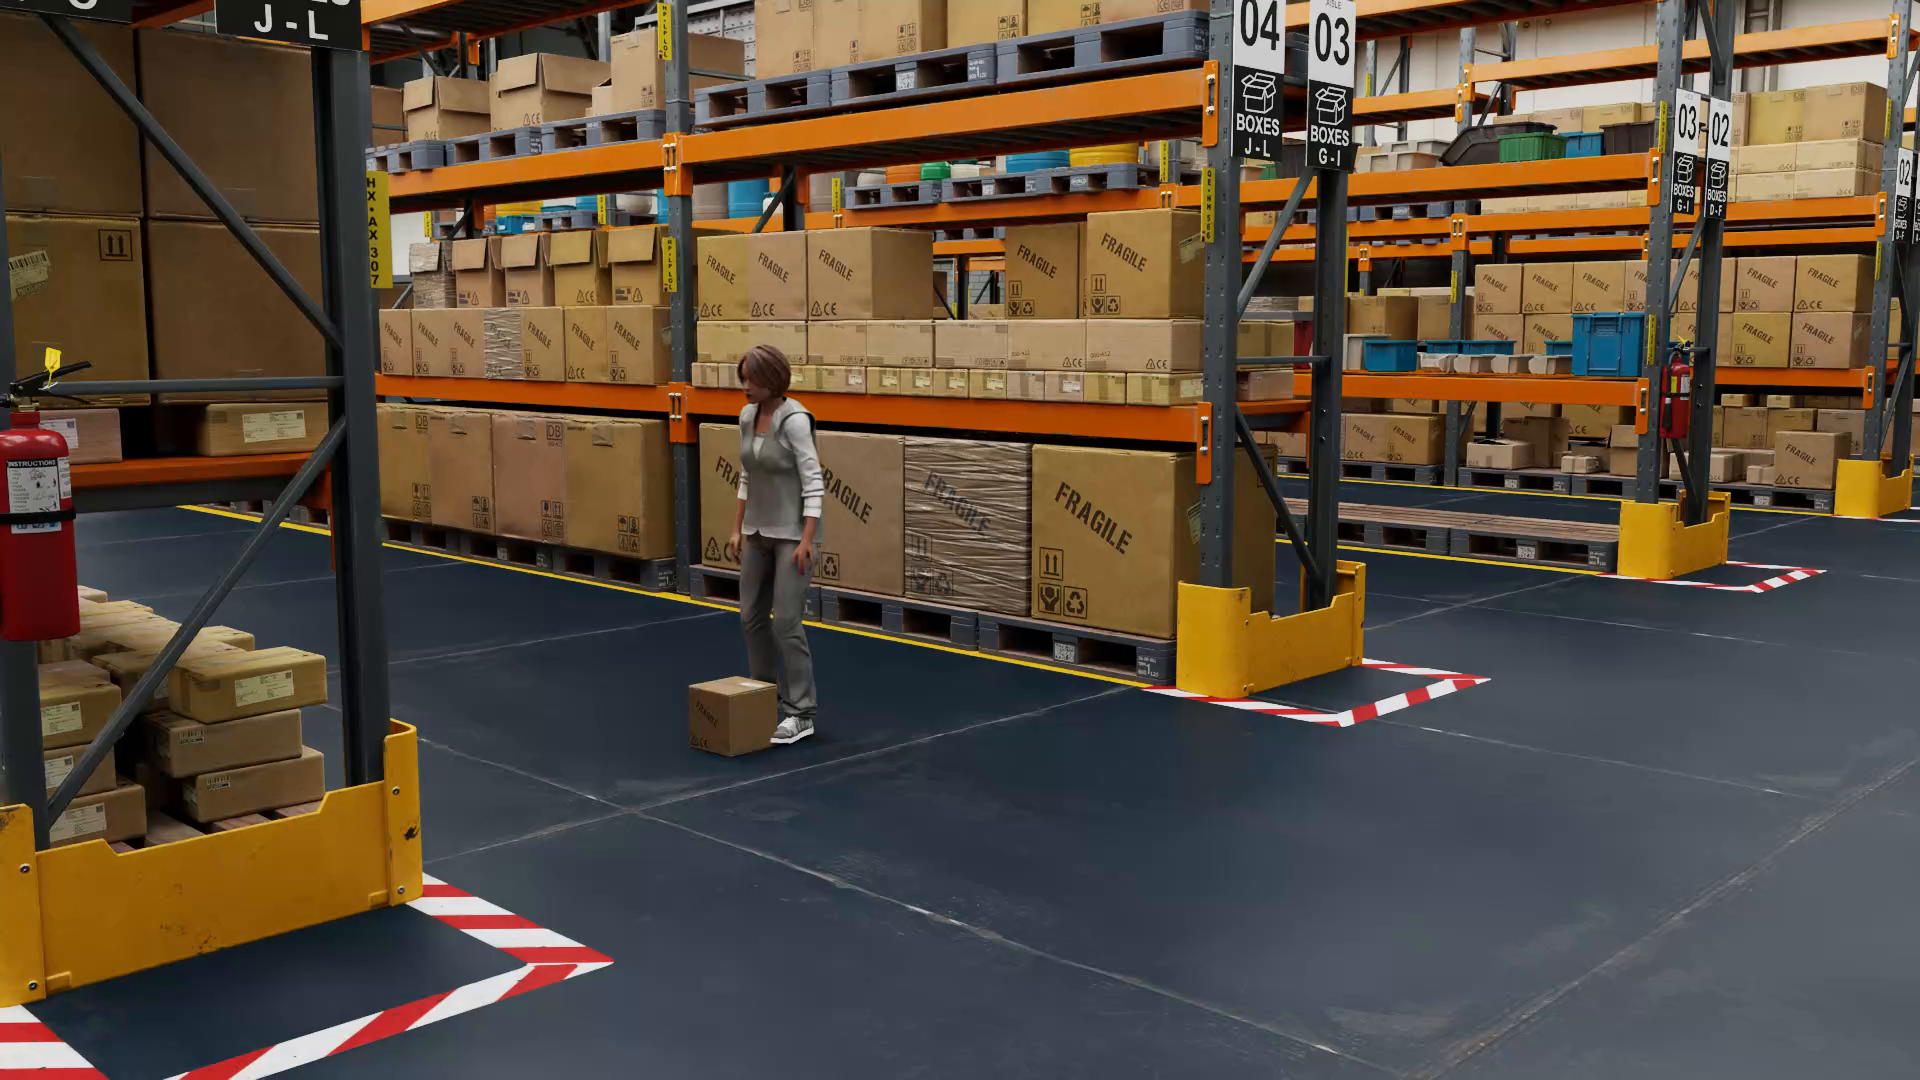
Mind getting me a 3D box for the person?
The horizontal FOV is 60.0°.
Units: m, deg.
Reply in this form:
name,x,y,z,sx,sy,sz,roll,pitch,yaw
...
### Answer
name,x,y,z,sx,sy,sz,roll,pitch,yaw
person,-0.744,0.132,6.733,0.472,1.352,0.318,7,10,42
